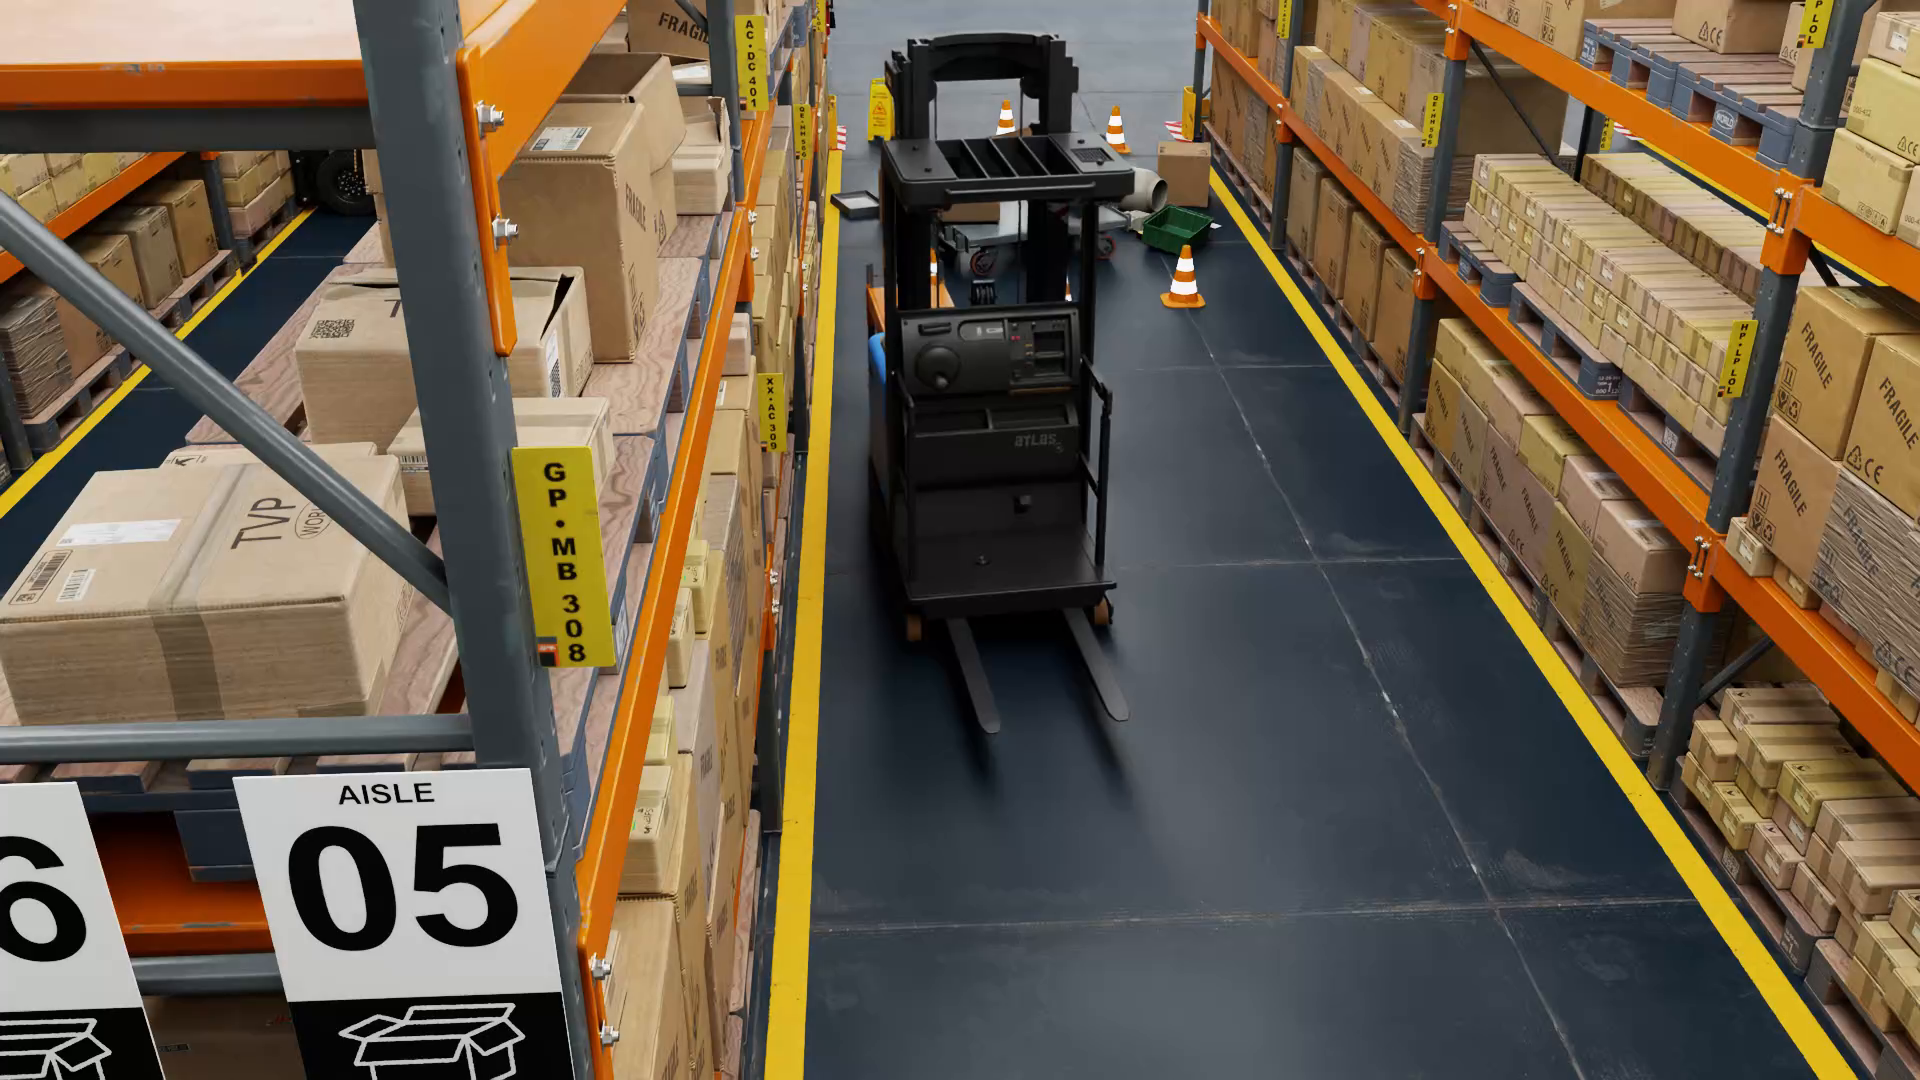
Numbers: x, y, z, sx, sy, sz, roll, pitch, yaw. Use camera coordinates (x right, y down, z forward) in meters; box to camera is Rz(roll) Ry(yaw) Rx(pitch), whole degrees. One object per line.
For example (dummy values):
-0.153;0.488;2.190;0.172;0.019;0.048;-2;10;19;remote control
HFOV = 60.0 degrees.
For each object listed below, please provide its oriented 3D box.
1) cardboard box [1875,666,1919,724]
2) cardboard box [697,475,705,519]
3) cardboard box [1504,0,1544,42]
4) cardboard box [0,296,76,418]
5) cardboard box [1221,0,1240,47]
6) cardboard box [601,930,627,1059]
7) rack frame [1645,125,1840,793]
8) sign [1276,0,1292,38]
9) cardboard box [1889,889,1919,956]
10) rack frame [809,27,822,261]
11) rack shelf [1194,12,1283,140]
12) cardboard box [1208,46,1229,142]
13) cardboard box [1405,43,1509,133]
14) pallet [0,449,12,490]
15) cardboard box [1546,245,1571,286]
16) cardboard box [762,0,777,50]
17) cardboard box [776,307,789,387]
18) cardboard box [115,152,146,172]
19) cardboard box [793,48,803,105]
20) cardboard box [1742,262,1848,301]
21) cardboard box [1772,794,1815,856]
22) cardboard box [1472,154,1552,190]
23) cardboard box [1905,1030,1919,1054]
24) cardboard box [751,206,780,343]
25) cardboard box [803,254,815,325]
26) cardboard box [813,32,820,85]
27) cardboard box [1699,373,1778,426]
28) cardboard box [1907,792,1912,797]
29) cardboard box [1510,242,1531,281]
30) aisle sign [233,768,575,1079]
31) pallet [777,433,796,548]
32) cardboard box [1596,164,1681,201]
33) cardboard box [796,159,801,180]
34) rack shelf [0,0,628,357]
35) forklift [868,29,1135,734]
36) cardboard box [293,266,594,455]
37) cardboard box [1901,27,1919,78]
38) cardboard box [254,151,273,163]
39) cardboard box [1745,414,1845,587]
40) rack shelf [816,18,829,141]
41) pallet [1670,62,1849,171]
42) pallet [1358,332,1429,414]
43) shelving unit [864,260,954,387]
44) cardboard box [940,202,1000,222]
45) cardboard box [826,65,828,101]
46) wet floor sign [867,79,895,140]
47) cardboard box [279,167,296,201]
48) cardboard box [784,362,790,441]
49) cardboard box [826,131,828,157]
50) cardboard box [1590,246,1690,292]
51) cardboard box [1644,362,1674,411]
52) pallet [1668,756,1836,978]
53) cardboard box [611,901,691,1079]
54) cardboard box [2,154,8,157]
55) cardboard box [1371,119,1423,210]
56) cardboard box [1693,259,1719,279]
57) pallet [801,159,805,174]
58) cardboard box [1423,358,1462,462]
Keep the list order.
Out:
3.455;0.510;5.800;0.380;0.149;0.250;-1;28;-2;cardboard box
-0.944;-0.106;4.819;0.380;0.149;0.250;-2;28;-4;cardboard box
3.245;-2.944;8.799;0.500;0.500;0.500;-1;28;-3;cardboard box
-6.466;-1.204;10.929;0.875;0.625;0.625;-1;28;-1;cardboard box
3.049;-5.146;16.211;0.875;0.550;0.550;-1;28;-3;cardboard box
-0.814;0.844;2.997;0.380;0.149;0.250;-1;28;-2;cardboard box
3.657;-0.223;6.934;1.000;3.000;0.127;-1;28;-3;rack frame
2.685;-4.323;13.772;0.100;0.325;0.005;-1;28;-3;sign
3.550;1.362;5.880;0.380;0.149;0.250;-2;28;-5;cardboard box
-1.699;-3.752;13.699;1.000;3.000;0.127;-1;28;-3;rack frame
3.135;-4.522;15.955;1.077;0.370;4.000;-1;28;-3;rack shelf
3.132;-4.698;17.357;0.875;0.875;0.875;-1;28;-2;cardboard box
3.407;-2.999;11.068;0.700;0.500;0.500;-2;28;-3;cardboard box
-6.446;-0.201;9.906;1.003;0.211;1.213;-1;28;-3;pallet
3.341;-1.454;8.791;0.380;0.149;0.250;-2;28;-3;cardboard box
-1.027;-2.366;7.490;0.396;0.266;0.258;1;28;2;cardboard box
-1.078;-0.896;7.846;0.500;0.250;0.500;-1;28;-2;cardboard box
-6.341;-2.875;12.181;0.500;0.250;0.500;-1;28;-2;cardboard box
-1.369;-3.197;11.752;0.500;0.500;0.500;-2;28;-5;cardboard box
4.040;-1.235;8.049;0.380;0.149;0.250;-2;28;-3;cardboard box
3.508;1.124;6.658;0.380;0.149;0.250;-2;28;-3;cardboard box
3.279;-2.189;9.878;0.380;0.149;0.250;-1;28;-3;cardboard box
3.553;1.748;5.783;0.380;0.149;0.250;-1;28;-1;cardboard box
-1.095;-1.221;7.658;0.500;0.500;0.500;-2;28;-4;cardboard box
-1.590;-1.877;12.494;0.950;0.372;0.625;0;28;-1;cardboard box
-1.444;-4.138;14.010;0.500;0.500;0.500;-1;28;-3;cardboard box
3.439;-0.609;7.170;0.380;0.149;0.250;-1;28;-1;cardboard box
4.049;1.108;6.688;0.380;0.149;0.250;-2;28;-4;cardboard box
3.314;-1.561;9.316;0.380;0.149;0.250;0;28;0;cardboard box
-0.779;0.664;2.423;0.394;0.787;0.004;-1;28;-3;aisle sign
-1.524;-0.302;10.101;1.003;0.211;1.213;-1;28;-3;pallet
3.942;-2.078;9.664;0.380;0.149;0.250;-2;28;-3;cardboard box
-1.265;-2.520;11.156;0.380;0.149;0.250;-1;28;-2;cardboard box
-1.177;-1.297;3.716;1.077;0.370;4.000;-1;28;-3;rack shelf
0.198;-0.936;8.376;1.130;2.935;3.031;-4;28;-9;forklift
-1.101;-0.423;3.608;0.500;0.311;0.500;-1;28;-2;cardboard box
3.411;-1.618;5.556;0.380;0.149;0.250;-3;28;-5;cardboard box
-6.384;-3.508;14.670;0.500;0.250;0.500;-1;28;-3;cardboard box
3.431;-0.165;6.392;0.500;0.500;0.500;-2;28;-4;cardboard box
-1.803;-4.356;15.637;1.077;0.370;4.000;-1;28;-3;rack shelf
3.731;-1.758;6.836;1.213;0.211;1.003;-1;28;-3;pallet
3.482;-1.200;11.823;1.003;0.211;1.213;-1;28;-3;pallet
-0.273;-1.068;10.581;0.538;1.125;1.048;-4;28;-9;shelving unit
0.077;-3.036;14.211;0.500;0.500;0.500;-1;28;-3;cardboard box
-1.606;-4.535;16.909;0.500;0.500;0.500;-1;28;-2;cardboard box
-0.849;-4.668;18.003;0.267;0.644;0.232;8;29;15;wet floor sign
-6.435;-3.299;15.352;0.500;0.250;0.500;-1;28;-2;cardboard box
-1.080;-0.676;7.965;0.500;0.250;0.500;-2;28;-3;cardboard box
-1.578;-3.960;16.617;0.500;0.250;0.500;-1;28;-2;cardboard box
3.374;-1.344;8.258;0.380;0.149;0.250;-3;28;-5;cardboard box
3.413;-0.712;7.689;0.380;0.149;0.250;-1;28;-3;cardboard box
3.727;1.322;6.986;1.003;0.211;1.213;-1;28;-3;pallet
-0.813;1.074;3.258;0.500;0.500;0.500;-2;28;-4;cardboard box
-6.224;-2.510;10.510;0.380;0.149;0.250;-1;28;-1;cardboard box
3.132;-2.547;11.281;0.500;0.500;0.500;-1;28;-3;cardboard box
4.012;-1.345;8.581;0.380;0.149;0.250;-2;28;-4;cardboard box
-1.634;-2.732;11.953;1.003;0.211;1.213;-1;28;-3;pallet
3.230;-0.816;10.319;0.500;0.500;0.500;-3;28;-5;cardboard box
